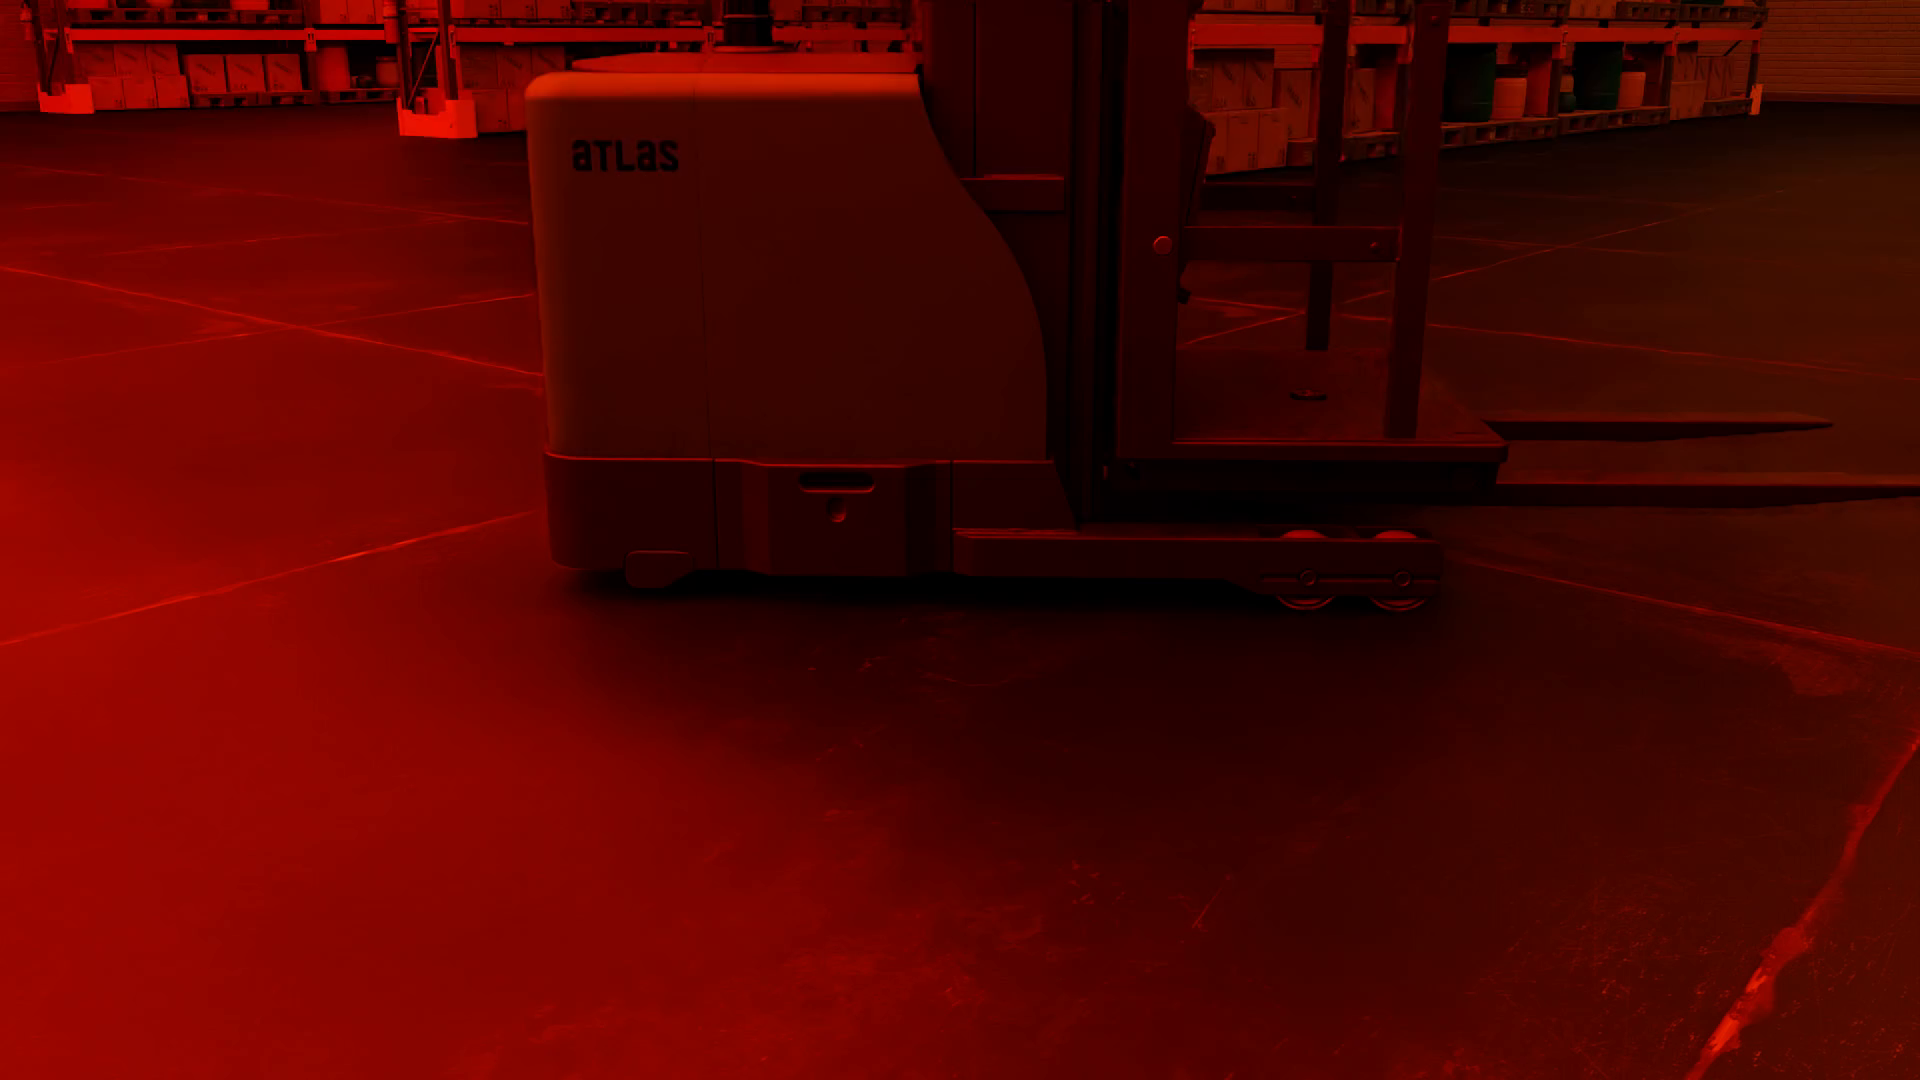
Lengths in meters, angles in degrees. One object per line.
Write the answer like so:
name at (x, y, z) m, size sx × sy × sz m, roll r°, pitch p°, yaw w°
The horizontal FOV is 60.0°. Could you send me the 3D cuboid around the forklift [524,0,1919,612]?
forklift at (0.646, -1.411, 3.545) m, size 3.031 × 2.935 × 1.130 m, roll 1°, pitch 17°, yaw 2°
